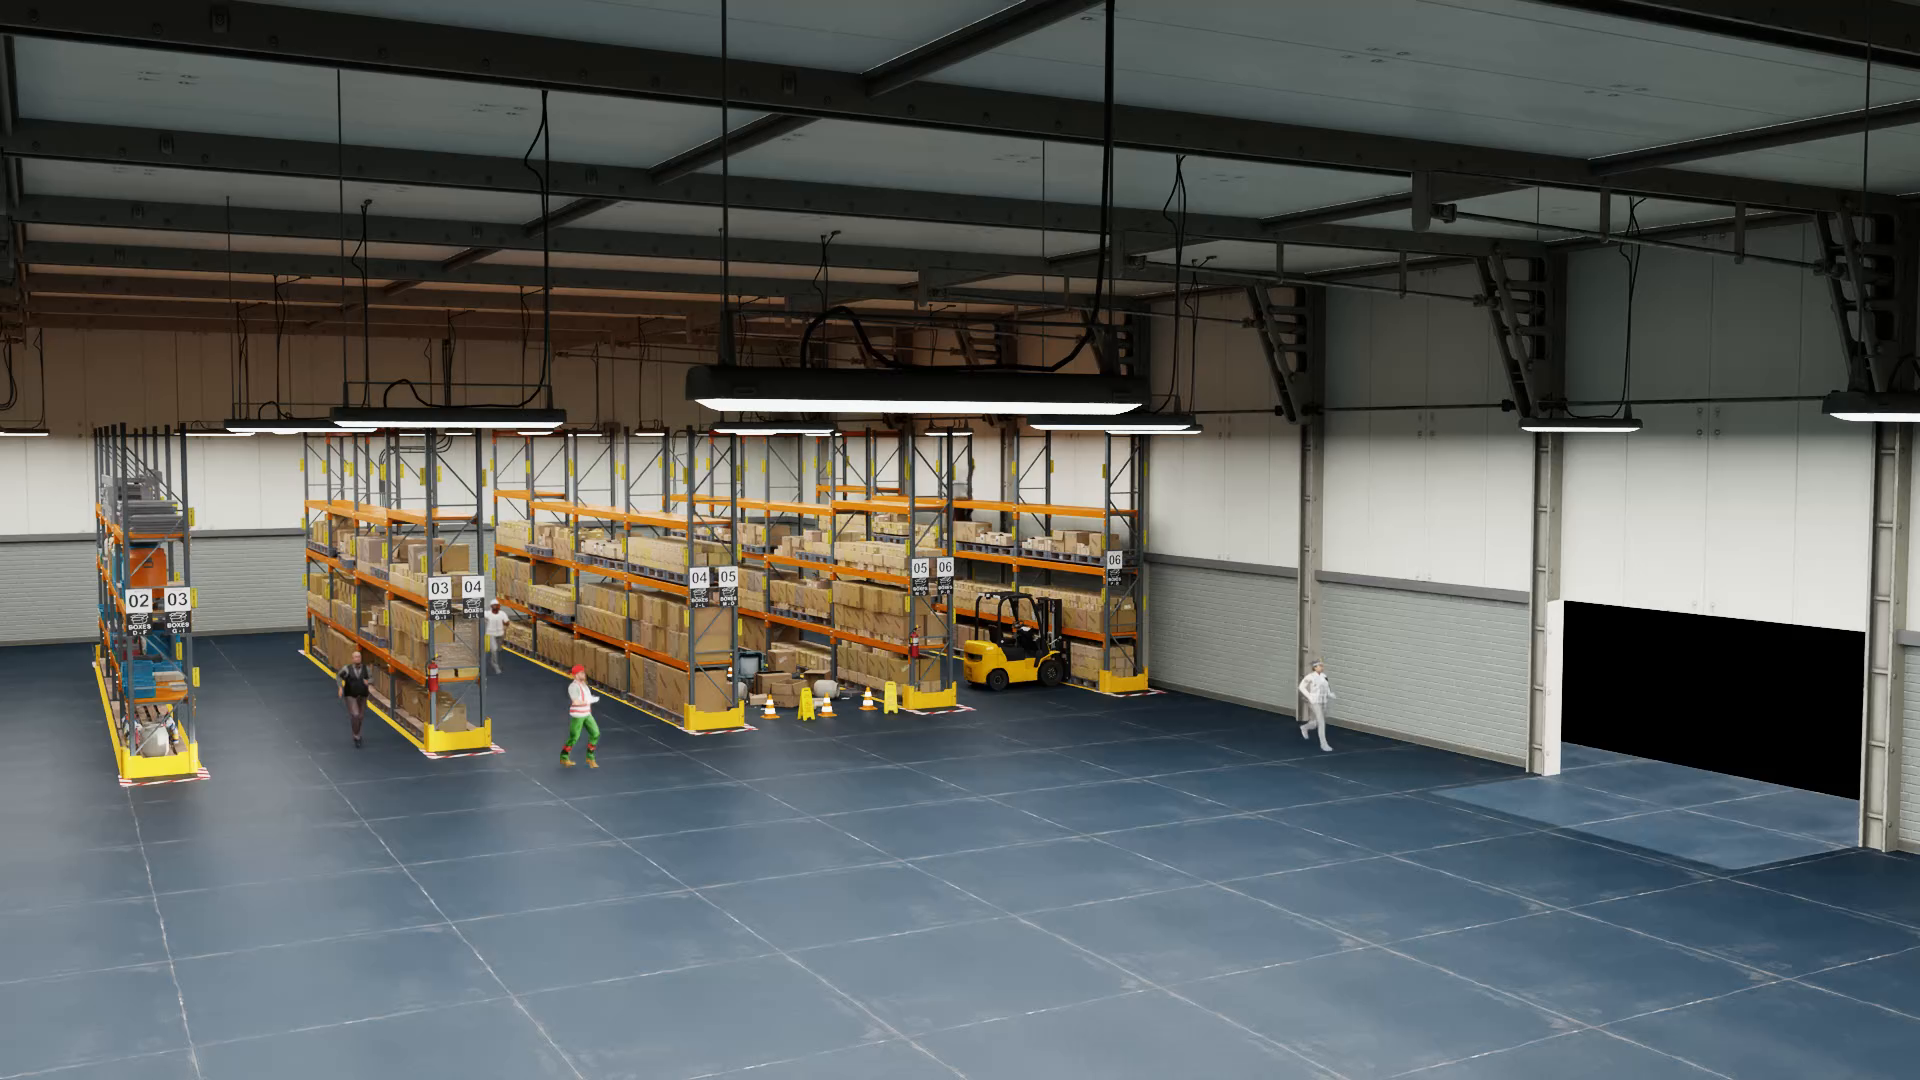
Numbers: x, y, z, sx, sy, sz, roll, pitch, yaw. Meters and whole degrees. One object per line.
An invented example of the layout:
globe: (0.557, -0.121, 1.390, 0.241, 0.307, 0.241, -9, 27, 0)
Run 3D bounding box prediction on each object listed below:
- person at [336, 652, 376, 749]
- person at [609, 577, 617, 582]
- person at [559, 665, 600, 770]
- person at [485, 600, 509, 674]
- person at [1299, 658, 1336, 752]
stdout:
person: (-11.289, 2.967, 31.123, 0.627, 1.774, 0.869, -3, 4, -36)
person: (-10.334, 1.891, 49.857, 0.850, 1.657, 0.615, -1, 4, -20)
person: (-6.575, 3.081, 28.829, 0.774, 1.845, 0.643, 1, 4, 17)
person: (-11.399, 2.340, 40.795, 0.694, 1.767, 0.969, -3, 4, -37)
person: (6.595, 3.029, 30.803, 0.618, 1.696, 0.842, -2, 4, -35)
